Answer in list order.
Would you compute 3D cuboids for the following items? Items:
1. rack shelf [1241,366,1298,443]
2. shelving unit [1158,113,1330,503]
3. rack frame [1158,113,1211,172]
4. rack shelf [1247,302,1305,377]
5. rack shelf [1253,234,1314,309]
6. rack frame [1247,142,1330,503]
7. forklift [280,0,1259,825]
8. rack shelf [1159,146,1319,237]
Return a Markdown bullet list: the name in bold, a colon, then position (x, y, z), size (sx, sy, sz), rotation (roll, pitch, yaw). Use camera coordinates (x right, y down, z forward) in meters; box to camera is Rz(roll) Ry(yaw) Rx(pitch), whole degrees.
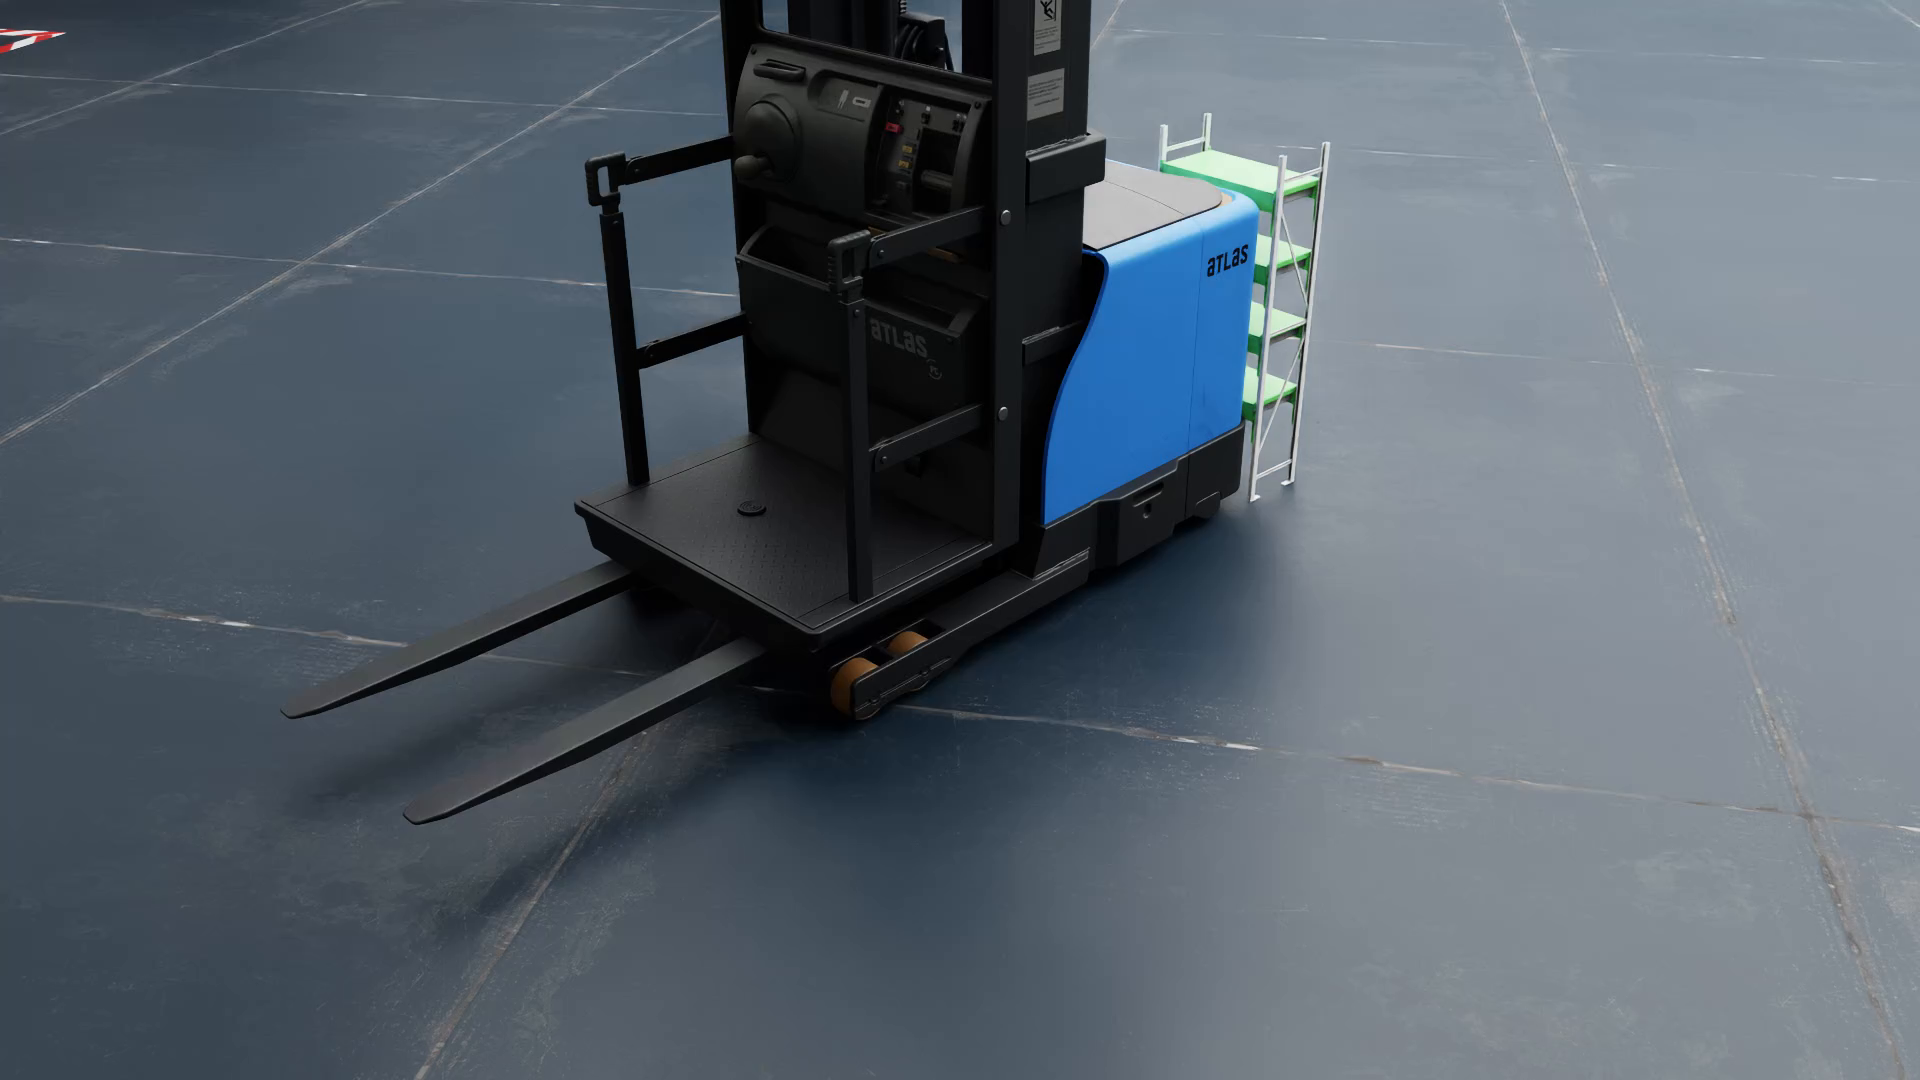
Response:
- **rack shelf**: position (0.915, -0.516, 5.794), size (0.258, 0.148, 0.480), rotation (-24, 36, -36)
- **shelving unit**: position (0.915, -0.782, 5.648), size (0.258, 1.200, 0.503), rotation (-24, 36, -36)
- **rack frame**: position (0.751, -0.869, 5.806), size (0.240, 1.200, 0.015), rotation (-24, 36, -36)
- **rack shelf**: position (0.915, -0.726, 5.678), size (0.258, 0.148, 0.480), rotation (-24, 36, -36)
- **rack shelf**: position (0.915, -0.937, 5.563), size (0.258, 0.148, 0.480), rotation (-24, 36, -36)
- **rack frame**: position (1.079, -0.695, 5.489), size (0.240, 1.200, 0.015), rotation (-24, 36, -36)
- **forklift**: position (-0.434, -1.071, 4.373), size (1.130, 2.935, 3.031), rotation (25, 37, 38)
- **rack shelf**: position (0.915, -1.147, 5.448), size (0.258, 0.148, 0.480), rotation (-24, 36, -36)
